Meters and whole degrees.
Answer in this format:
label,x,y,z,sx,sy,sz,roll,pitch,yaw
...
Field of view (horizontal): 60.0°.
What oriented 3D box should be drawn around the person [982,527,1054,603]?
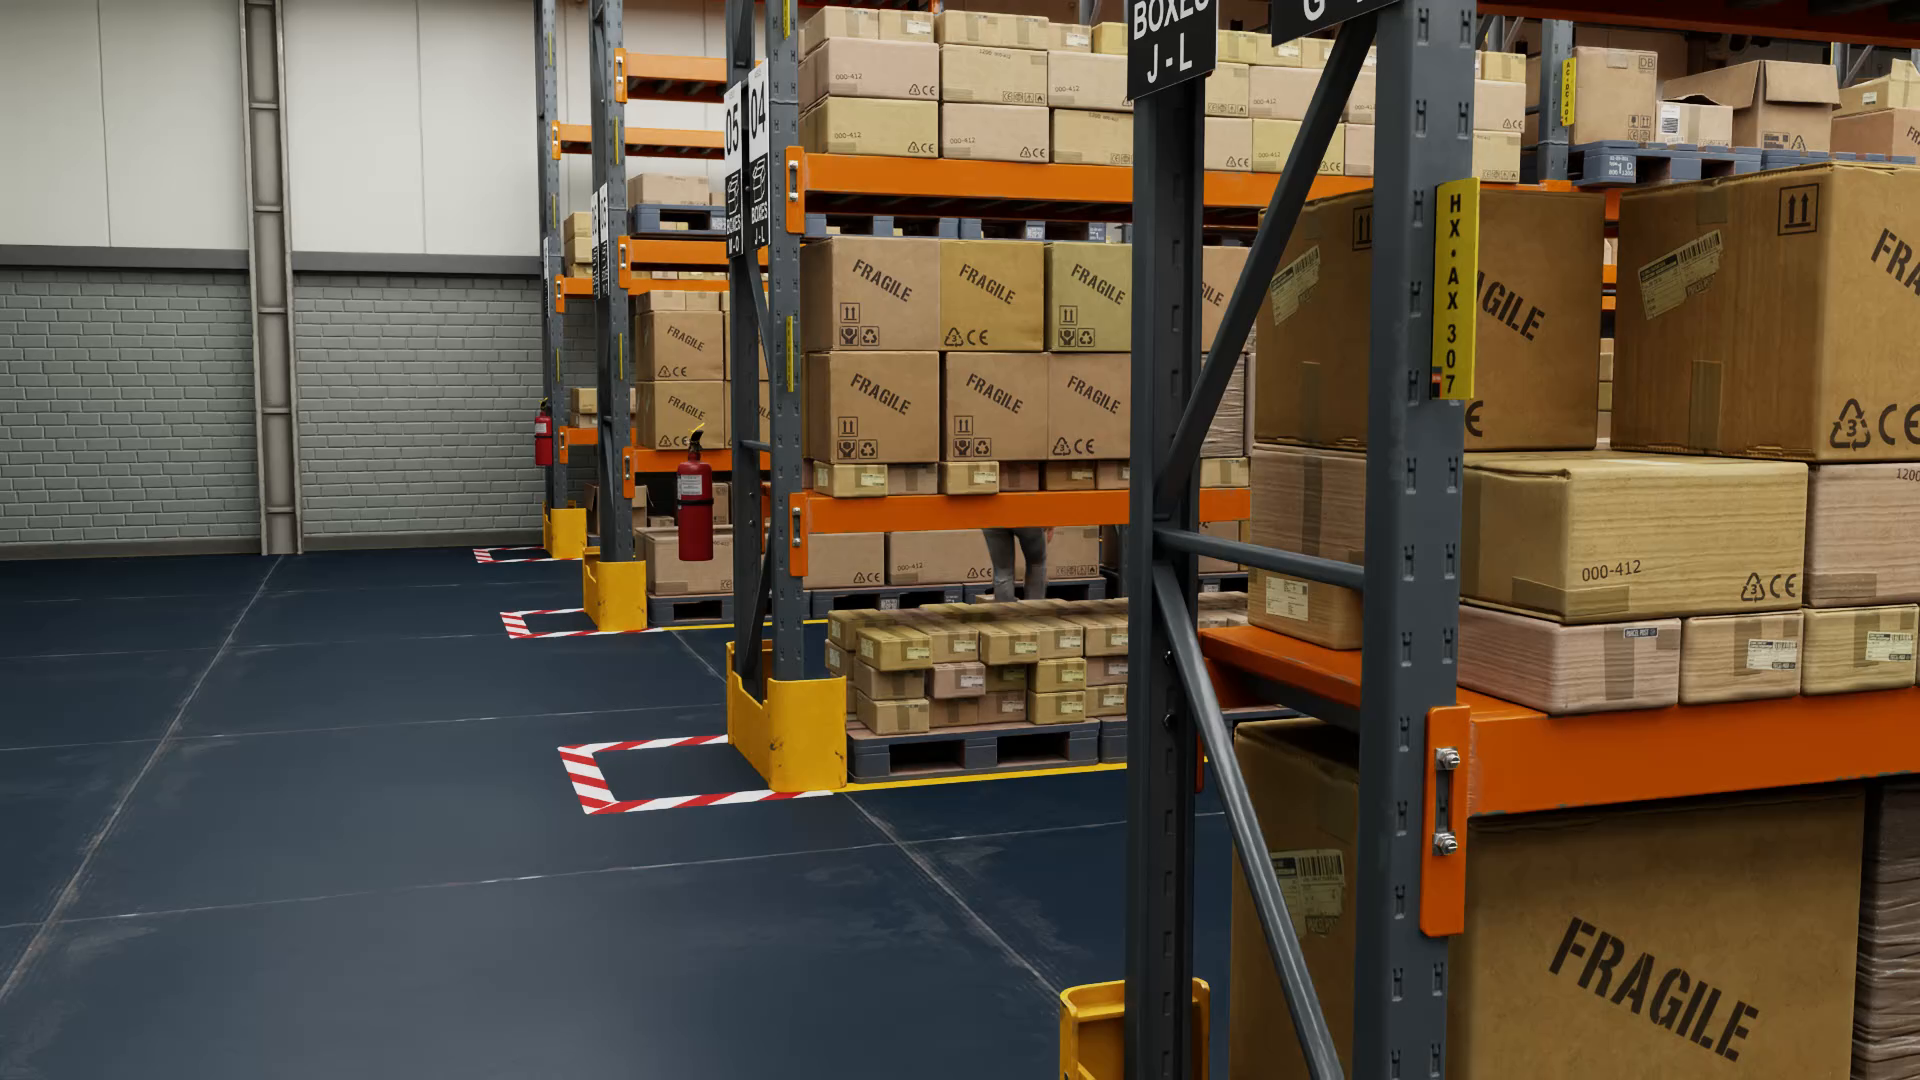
label,x,y,z,sx,sy,sz,roll,pitch,yaw
person,0.368,-0.159,11.449,0.631,1.817,0.524,1,6,13
